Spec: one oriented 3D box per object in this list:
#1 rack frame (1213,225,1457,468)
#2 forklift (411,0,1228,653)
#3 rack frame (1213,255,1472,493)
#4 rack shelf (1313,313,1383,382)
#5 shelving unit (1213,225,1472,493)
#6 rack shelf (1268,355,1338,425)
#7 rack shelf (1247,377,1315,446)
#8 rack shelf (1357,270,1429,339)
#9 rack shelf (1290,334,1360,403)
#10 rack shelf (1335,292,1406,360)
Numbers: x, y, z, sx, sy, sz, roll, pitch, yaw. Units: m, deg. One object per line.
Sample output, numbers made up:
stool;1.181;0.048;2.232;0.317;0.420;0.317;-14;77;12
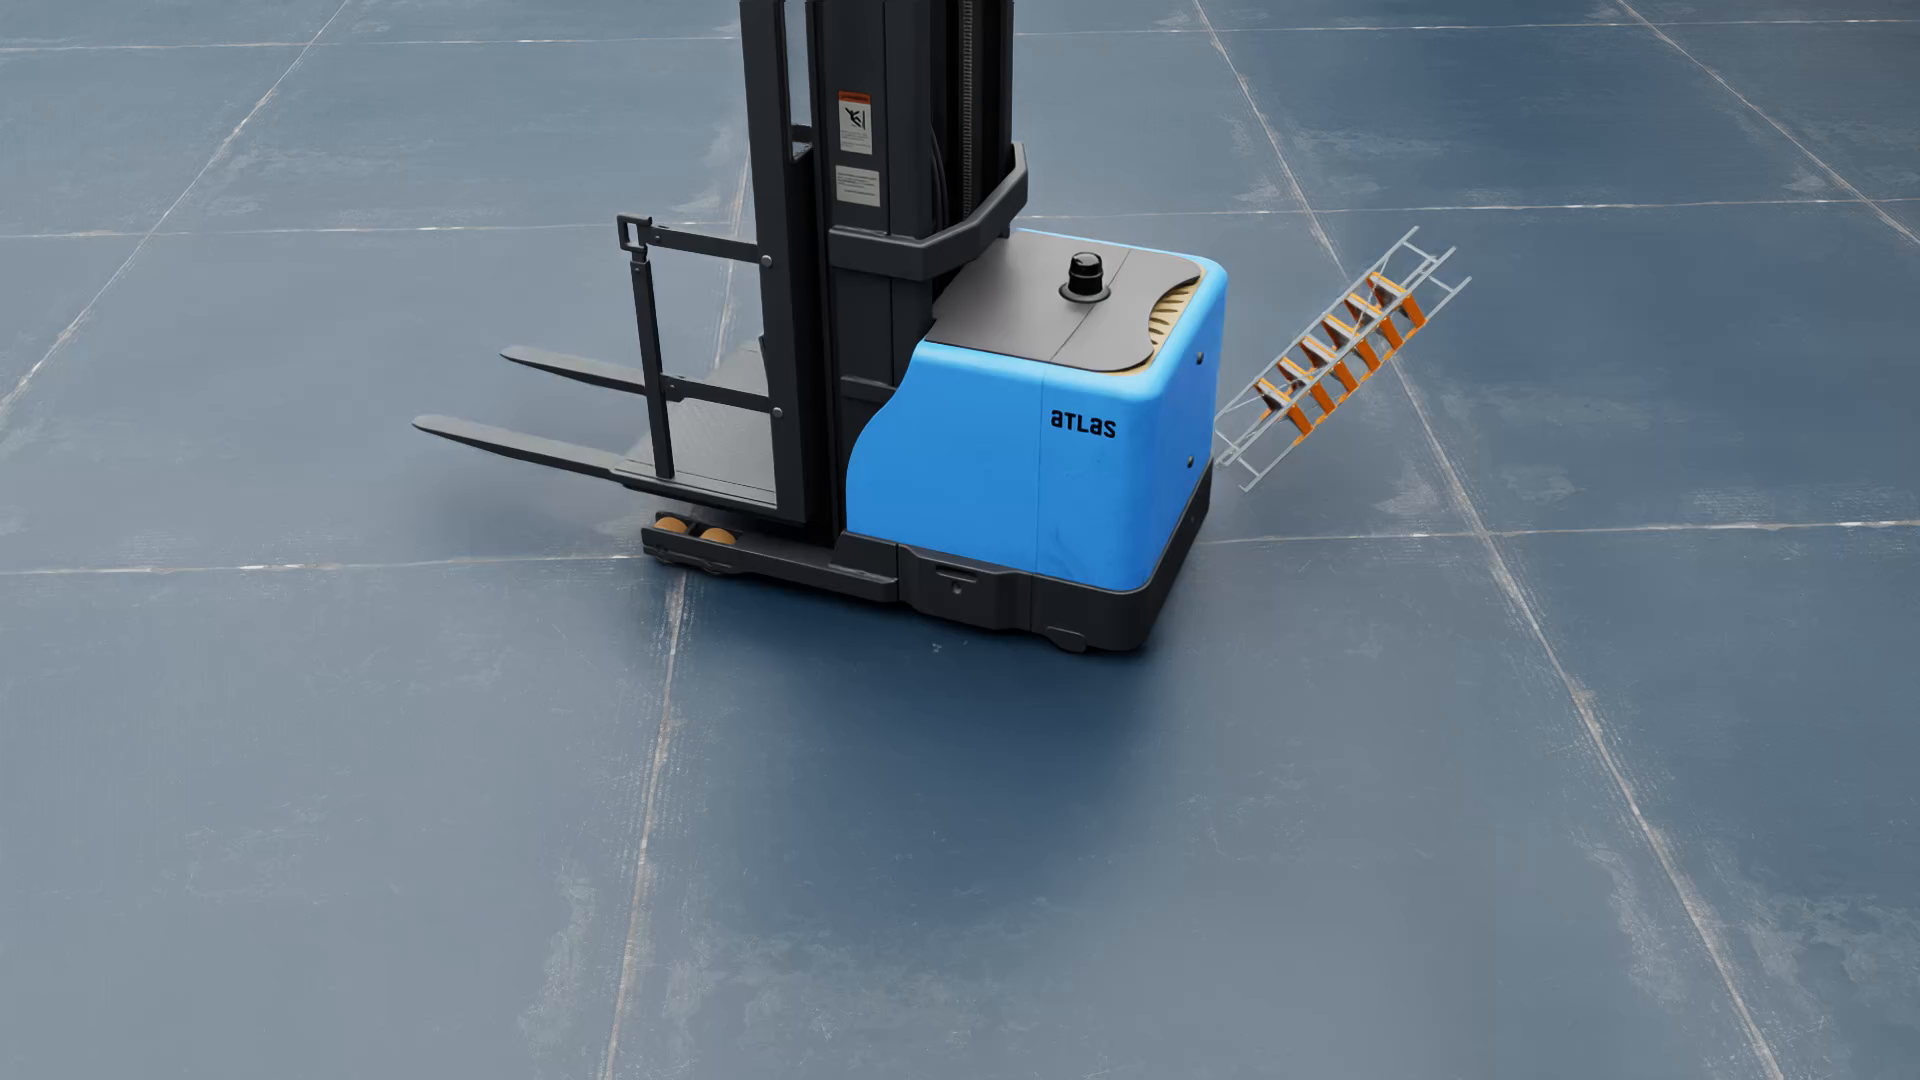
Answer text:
rack frame;1.403;-0.754;6.442;1.200;0.006;0.240;-44;42;3
forklift;-0.627;-1.346;5.619;3.031;2.935;1.130;13;37;17
rack frame;1.501;-0.660;6.565;1.200;0.006;0.240;-44;42;3
rack shelf;1.507;-0.759;6.500;0.103;0.180;0.258;-44;42;3
shelving unit;1.452;-0.707;6.503;1.200;0.189;0.258;-44;42;3
rack shelf;1.334;-0.594;6.511;0.103;0.180;0.258;-44;42;3
rack shelf;1.247;-0.511;6.517;0.103;0.180;0.258;-44;42;3
rack shelf;1.680;-0.925;6.488;0.103;0.180;0.258;-44;42;3
rack shelf;1.420;-0.676;6.506;0.103;0.180;0.258;-44;42;3
rack shelf;1.593;-0.842;6.494;0.103;0.180;0.258;-44;42;3
